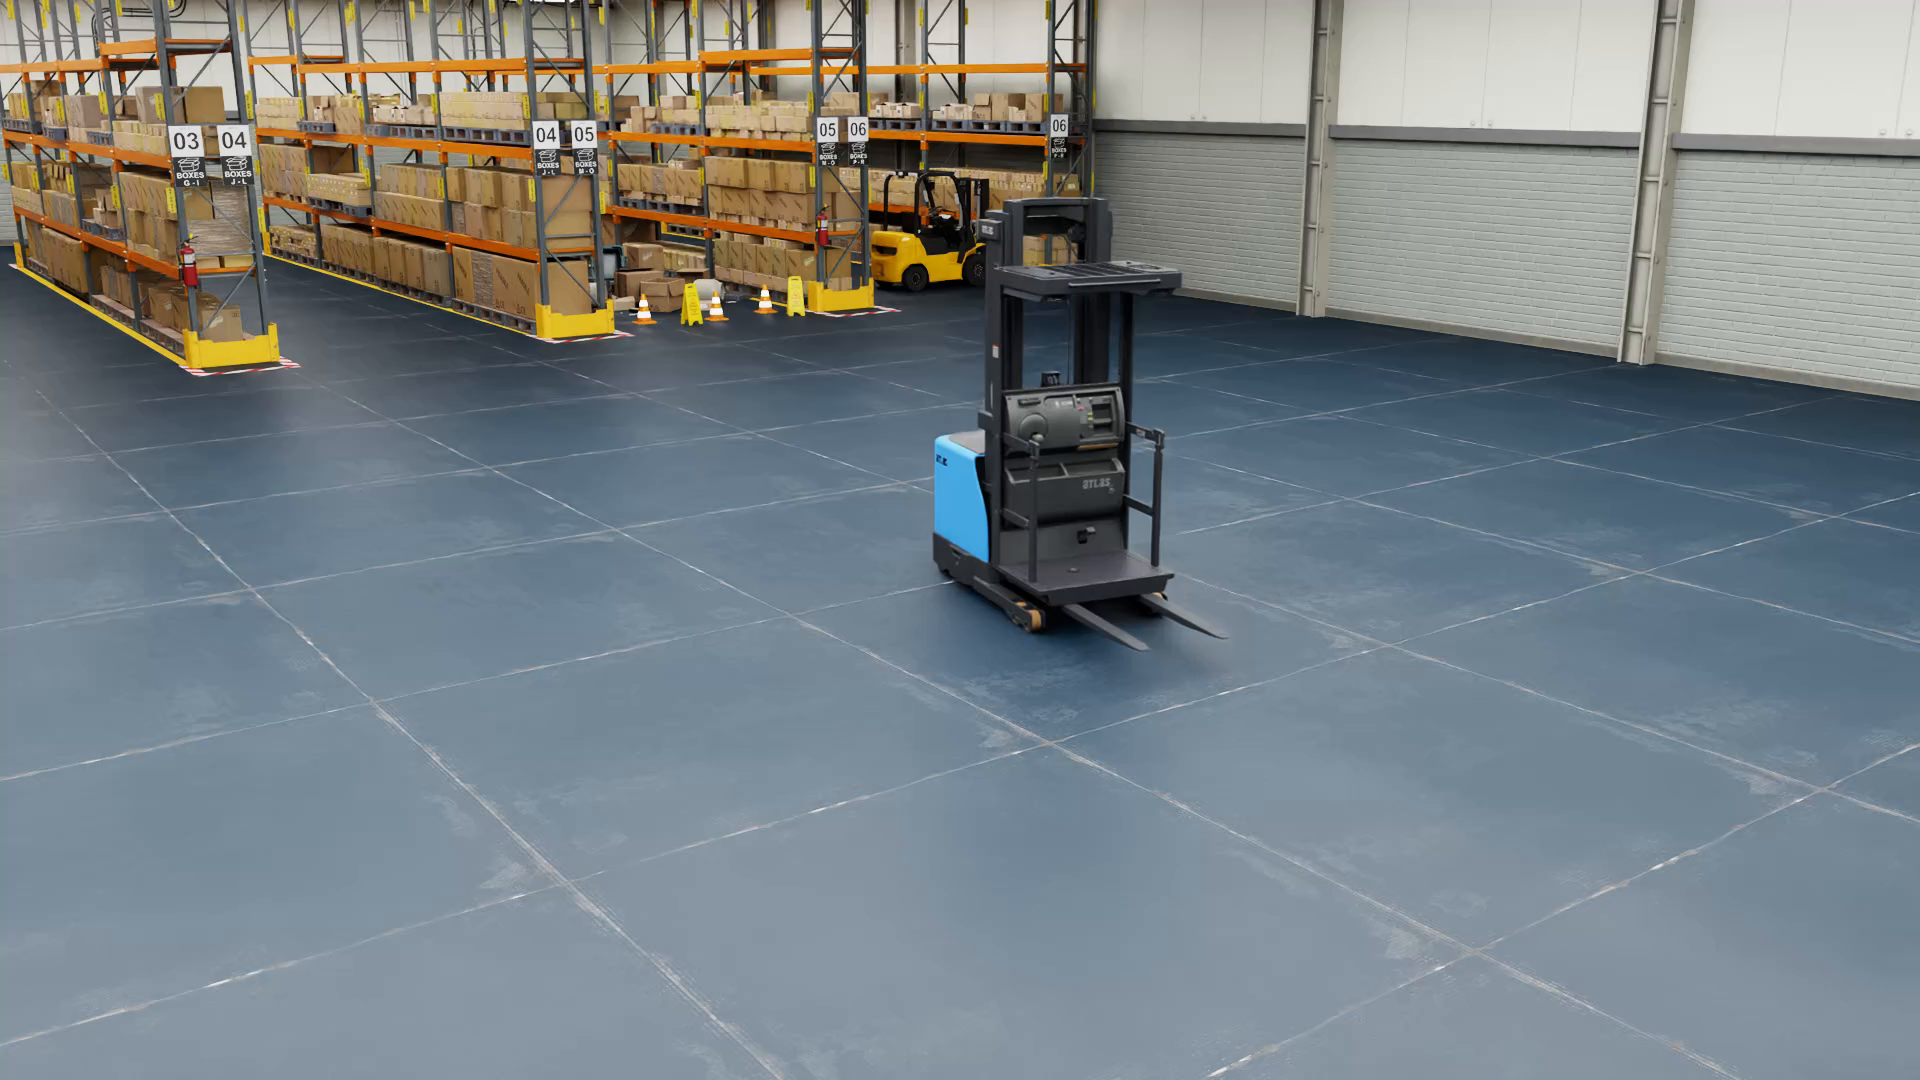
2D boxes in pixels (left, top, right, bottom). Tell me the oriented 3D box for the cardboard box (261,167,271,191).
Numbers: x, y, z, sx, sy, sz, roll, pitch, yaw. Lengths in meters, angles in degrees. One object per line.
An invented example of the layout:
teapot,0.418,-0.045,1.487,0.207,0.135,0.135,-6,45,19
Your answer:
cardboard box,-15.308,-8.099,37.234,0.500,0.500,0.500,-10,18,-32

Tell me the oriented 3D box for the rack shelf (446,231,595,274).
rack shelf,-7.117,-4.710,26.966,1.077,0.370,4.000,-11,19,-35

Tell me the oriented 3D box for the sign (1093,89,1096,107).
sign,2.469,-8.183,30.803,0.100,0.325,0.005,-11,19,-35

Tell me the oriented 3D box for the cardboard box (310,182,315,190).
cardboard box,-12.983,-7.207,33.842,0.380,0.149,0.250,-11,19,-36

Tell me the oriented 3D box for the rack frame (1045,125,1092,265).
rack frame,2.016,-6.191,31.014,1.000,3.000,0.127,-11,19,-35

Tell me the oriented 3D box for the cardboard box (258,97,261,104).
cardboard box,-15.343,-9.750,36.917,0.380,0.149,0.250,-11,19,-35

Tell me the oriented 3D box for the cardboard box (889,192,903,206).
cardboard box,-1.144,-7.146,34.789,0.500,0.250,0.500,-11,19,-35

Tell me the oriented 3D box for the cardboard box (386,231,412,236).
cardboard box,-10.855,-5.882,32.403,0.500,0.250,0.500,-12,19,-37

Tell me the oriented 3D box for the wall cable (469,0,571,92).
wall cable,-12.091,-13.460,46.135,2.988,3.039,0.133,-11,19,-35

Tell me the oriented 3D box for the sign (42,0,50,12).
sign,-15.163,-8.924,27.564,0.100,0.325,0.005,-11,19,-35

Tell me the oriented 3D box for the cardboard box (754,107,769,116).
cardboard box,-3.363,-7.479,29.002,0.380,0.149,0.250,-10,18,-33

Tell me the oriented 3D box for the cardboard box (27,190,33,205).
cardboard box,-18.147,-6.788,32.915,0.500,0.250,0.500,-10,18,-33

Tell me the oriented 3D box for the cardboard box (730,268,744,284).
cardboard box,-3.897,-4.870,30.601,0.500,0.250,0.500,-10,18,-31

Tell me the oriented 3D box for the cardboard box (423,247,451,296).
cardboard box,-8.731,-4.720,29.106,1.050,0.750,0.750,-11,19,-35

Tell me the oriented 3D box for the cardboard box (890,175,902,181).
cardboard box,-1.246,-7.593,34.719,0.380,0.149,0.250,-12,19,-36

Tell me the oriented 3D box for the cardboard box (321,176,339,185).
cardboard box,-12.524,-7.183,33.193,0.380,0.149,0.250,-11,19,-35

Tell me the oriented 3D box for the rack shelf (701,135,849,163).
rack shelf,-3.173,-6.947,29.456,1.077,0.370,4.000,-11,19,-35

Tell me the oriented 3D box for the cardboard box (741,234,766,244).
cardboard box,-3.731,-5.455,30.087,0.380,0.149,0.250,-10,18,-31

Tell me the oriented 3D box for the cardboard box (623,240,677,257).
cardboard box,-6.376,-5.941,34.283,0.950,0.372,0.625,-12,20,-38

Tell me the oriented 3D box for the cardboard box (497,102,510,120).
cardboard box,-6.748,-6.567,25.440,0.500,0.250,0.500,-11,19,-34

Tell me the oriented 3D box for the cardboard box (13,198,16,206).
cardboard box,-19.478,-7.050,34.628,0.380,0.149,0.250,-11,19,-34

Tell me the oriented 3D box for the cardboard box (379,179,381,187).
cardboard box,-11.061,-6.945,32.323,0.380,0.149,0.250,-11,19,-35

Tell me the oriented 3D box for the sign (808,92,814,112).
sign,-2.457,-7.212,27.384,0.100,0.325,0.005,-11,19,-35

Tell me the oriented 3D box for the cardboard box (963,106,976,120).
cardboard box,0.291,-8.314,32.358,0.396,0.266,0.258,-11,19,-36

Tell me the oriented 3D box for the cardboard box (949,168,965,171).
cardboard box,-0.004,-7.341,33.233,0.380,0.149,0.250,-11,19,-36

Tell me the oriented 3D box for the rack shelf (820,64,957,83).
rack shelf,-1.512,-9.826,35.051,1.077,0.370,4.000,-11,19,-35

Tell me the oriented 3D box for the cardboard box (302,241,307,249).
cardboard box,-13.780,-6.292,35.423,0.380,0.149,0.250,-12,19,-36

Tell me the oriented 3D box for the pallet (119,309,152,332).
pallet,-12.824,-3.557,26.672,1.003,0.211,1.213,-11,19,-35

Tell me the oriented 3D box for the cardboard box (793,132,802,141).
cardboard box,-2.605,-6.826,28.129,0.380,0.149,0.250,-11,19,-34

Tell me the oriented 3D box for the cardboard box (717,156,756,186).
cardboard box,-3.983,-6.708,30.256,0.700,0.500,0.500,-11,19,-34

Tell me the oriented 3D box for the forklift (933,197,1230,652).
forklift,0.849,-0.891,11.778,1.130,2.935,3.031,-7,17,-23

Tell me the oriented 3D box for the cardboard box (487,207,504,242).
cardboard box,-7.110,-5.134,26.869,0.875,0.550,0.500,-11,19,-35

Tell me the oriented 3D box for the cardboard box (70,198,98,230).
cardboard box,-15.207,-5.705,29.049,0.500,0.500,0.500,-10,18,-33

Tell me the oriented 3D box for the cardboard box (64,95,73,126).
cardboard box,-14.648,-7.186,27.830,0.500,0.500,0.500,-11,19,-34

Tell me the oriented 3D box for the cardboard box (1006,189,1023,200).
cardboard box,1.217,-6.416,31.646,0.500,0.500,0.500,-10,18,-33

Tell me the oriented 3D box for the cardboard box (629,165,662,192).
cardboard box,-6.311,-7.280,33.445,0.500,0.500,0.500,-10,18,-32

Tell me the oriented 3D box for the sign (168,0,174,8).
sign,-11.915,-8.198,25.065,0.100,0.325,0.005,-11,19,-35

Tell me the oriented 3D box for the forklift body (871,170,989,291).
forklift body,-0.574,-5.904,31.571,2.313,2.155,1.214,-11,19,-35

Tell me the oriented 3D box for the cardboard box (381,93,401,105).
cardboard box,-10.963,-8.442,31.916,0.396,0.266,0.258,-11,19,-35

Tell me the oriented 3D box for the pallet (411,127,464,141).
pallet,-8.872,-7.027,28.748,0.805,0.209,1.217,-12,19,-37

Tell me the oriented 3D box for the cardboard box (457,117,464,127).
cardboard box,-7.908,-6.768,26.931,0.380,0.149,0.250,-11,19,-35

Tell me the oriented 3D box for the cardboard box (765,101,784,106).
cardboard box,-4.266,-10.022,38.256,0.380,0.149,0.250,-11,19,-34

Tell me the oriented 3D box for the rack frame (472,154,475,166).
rack frame,-11.404,-8.836,40.679,1.000,3.000,0.127,-11,19,-35

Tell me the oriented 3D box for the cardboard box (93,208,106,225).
cardboard box,-13.917,-5.327,27.344,0.500,0.250,0.500,-12,19,-36

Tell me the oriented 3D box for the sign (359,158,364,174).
sign,-12.550,-7.838,34.837,0.100,0.325,0.005,-11,19,-35

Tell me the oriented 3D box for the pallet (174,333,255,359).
pallet,-10.506,-2.732,23.658,1.003,0.211,1.213,-11,19,-35

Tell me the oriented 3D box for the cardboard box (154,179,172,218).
cardboard box,-10.835,-4.741,23.068,0.500,0.500,0.500,-11,19,-35

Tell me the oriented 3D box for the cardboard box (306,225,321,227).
cardboard box,-14.476,-6.989,37.408,0.380,0.149,0.250,-11,19,-36

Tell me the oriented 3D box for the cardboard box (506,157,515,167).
cardboard box,-10.152,-8.788,38.417,0.500,0.500,0.500,-11,19,-34

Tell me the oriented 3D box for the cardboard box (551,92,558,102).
cardboard box,-6.027,-6.765,25.411,0.380,0.149,0.250,-11,19,-34

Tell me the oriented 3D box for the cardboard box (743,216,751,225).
cardboard box,-3.678,-5.761,29.919,0.380,0.149,0.250,-11,19,-34
